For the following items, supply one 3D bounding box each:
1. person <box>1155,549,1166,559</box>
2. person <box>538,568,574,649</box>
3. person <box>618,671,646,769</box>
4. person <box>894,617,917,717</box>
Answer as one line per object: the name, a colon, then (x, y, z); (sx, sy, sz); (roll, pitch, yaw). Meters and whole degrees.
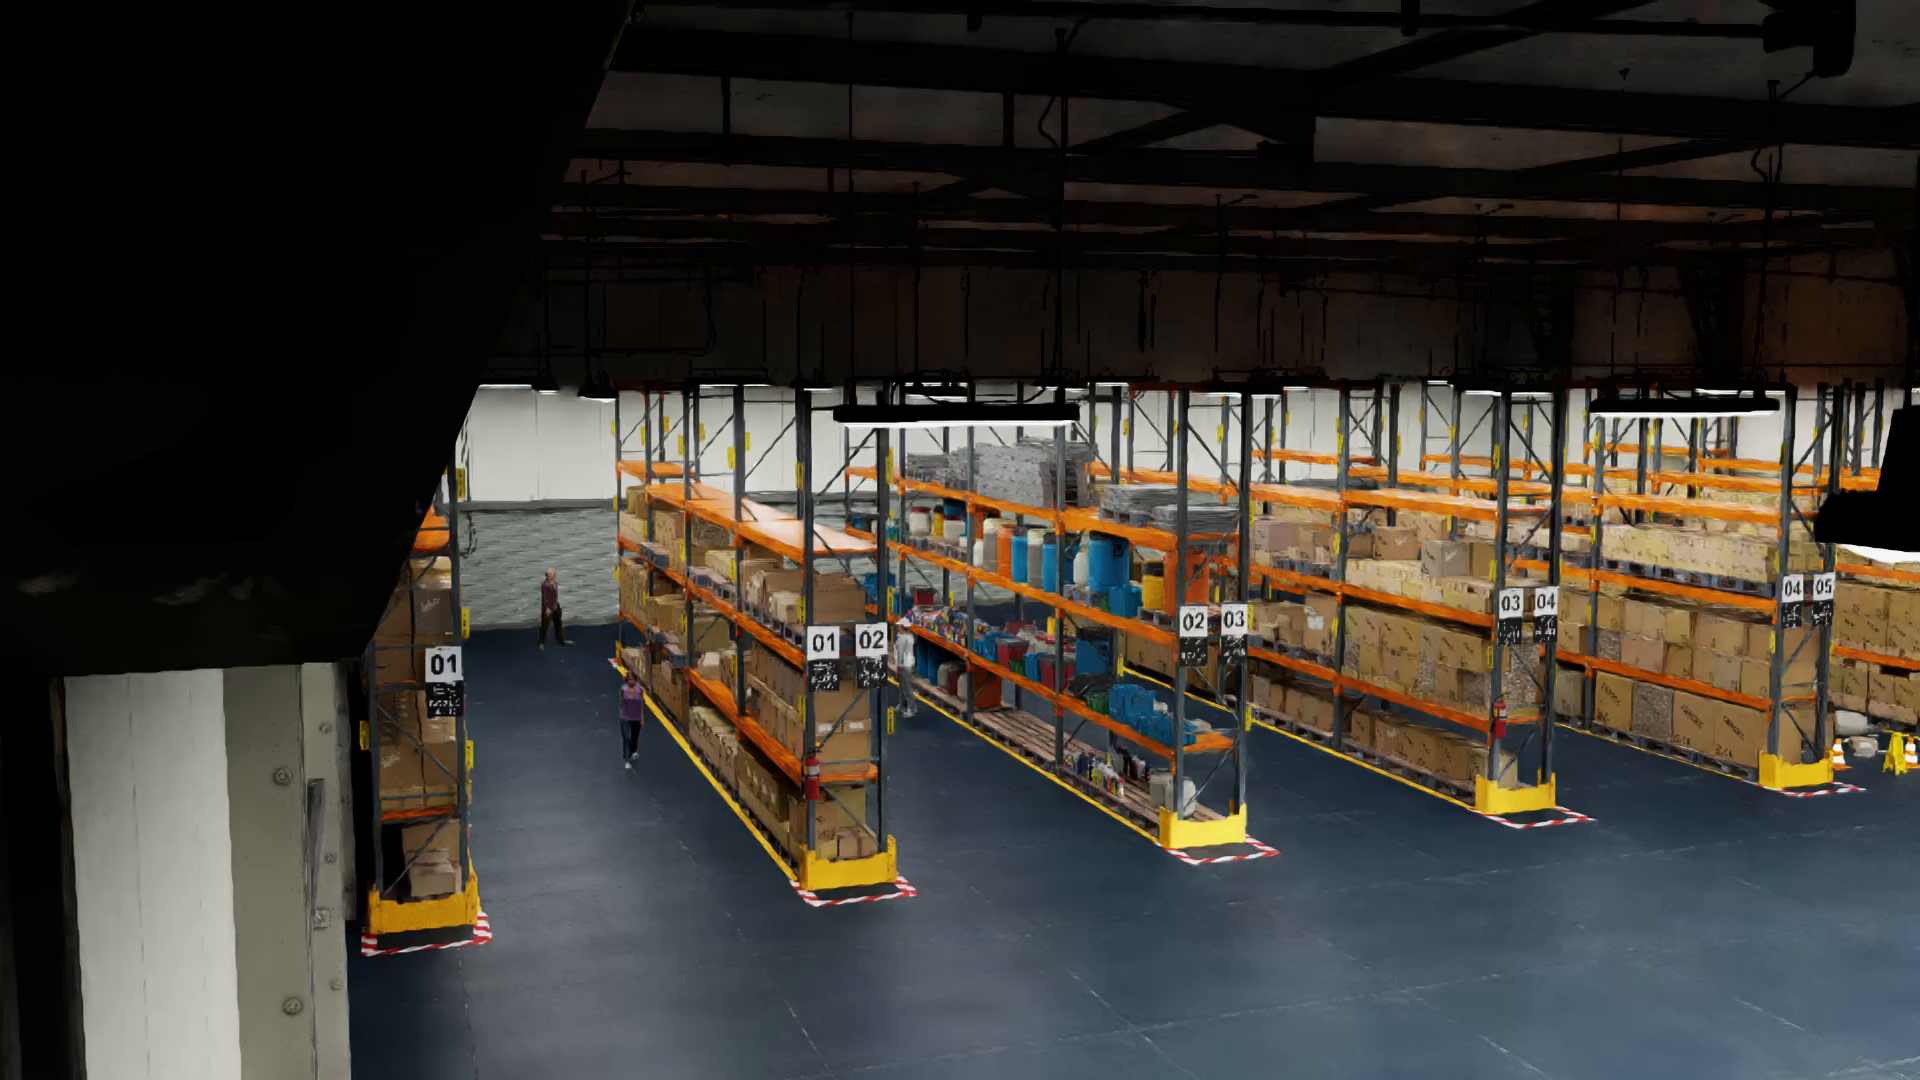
person: (5.199, 0.828, 43.706); (0.530, 1.780, 0.740); (4, 7, 31)
person: (-9.108, 1.509, 37.149); (0.612, 1.770, 0.782); (2, 6, 19)
person: (-5.163, 2.790, 26.224); (0.419, 1.514, 1.032); (-2, 6, -17)
person: (-1.031, 2.267, 30.003); (0.569, 1.768, 0.627); (1, 6, 10)
